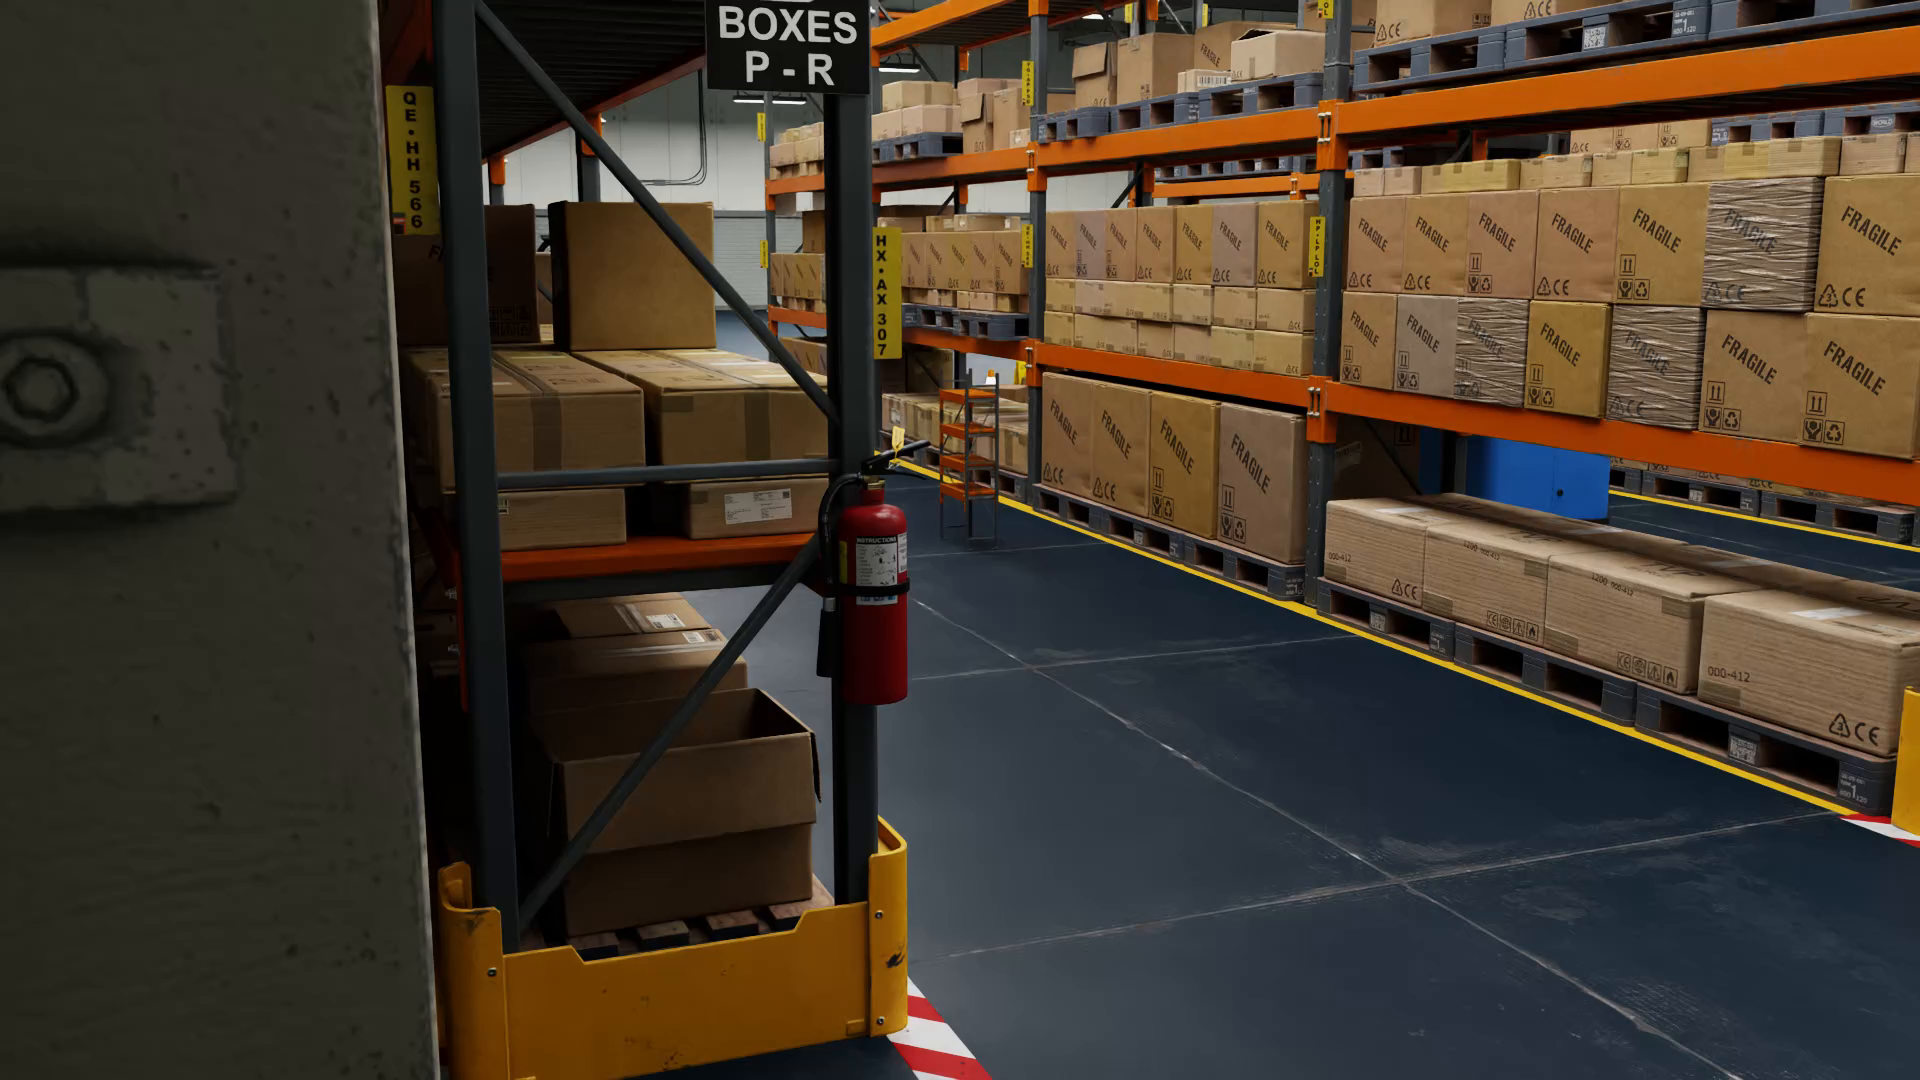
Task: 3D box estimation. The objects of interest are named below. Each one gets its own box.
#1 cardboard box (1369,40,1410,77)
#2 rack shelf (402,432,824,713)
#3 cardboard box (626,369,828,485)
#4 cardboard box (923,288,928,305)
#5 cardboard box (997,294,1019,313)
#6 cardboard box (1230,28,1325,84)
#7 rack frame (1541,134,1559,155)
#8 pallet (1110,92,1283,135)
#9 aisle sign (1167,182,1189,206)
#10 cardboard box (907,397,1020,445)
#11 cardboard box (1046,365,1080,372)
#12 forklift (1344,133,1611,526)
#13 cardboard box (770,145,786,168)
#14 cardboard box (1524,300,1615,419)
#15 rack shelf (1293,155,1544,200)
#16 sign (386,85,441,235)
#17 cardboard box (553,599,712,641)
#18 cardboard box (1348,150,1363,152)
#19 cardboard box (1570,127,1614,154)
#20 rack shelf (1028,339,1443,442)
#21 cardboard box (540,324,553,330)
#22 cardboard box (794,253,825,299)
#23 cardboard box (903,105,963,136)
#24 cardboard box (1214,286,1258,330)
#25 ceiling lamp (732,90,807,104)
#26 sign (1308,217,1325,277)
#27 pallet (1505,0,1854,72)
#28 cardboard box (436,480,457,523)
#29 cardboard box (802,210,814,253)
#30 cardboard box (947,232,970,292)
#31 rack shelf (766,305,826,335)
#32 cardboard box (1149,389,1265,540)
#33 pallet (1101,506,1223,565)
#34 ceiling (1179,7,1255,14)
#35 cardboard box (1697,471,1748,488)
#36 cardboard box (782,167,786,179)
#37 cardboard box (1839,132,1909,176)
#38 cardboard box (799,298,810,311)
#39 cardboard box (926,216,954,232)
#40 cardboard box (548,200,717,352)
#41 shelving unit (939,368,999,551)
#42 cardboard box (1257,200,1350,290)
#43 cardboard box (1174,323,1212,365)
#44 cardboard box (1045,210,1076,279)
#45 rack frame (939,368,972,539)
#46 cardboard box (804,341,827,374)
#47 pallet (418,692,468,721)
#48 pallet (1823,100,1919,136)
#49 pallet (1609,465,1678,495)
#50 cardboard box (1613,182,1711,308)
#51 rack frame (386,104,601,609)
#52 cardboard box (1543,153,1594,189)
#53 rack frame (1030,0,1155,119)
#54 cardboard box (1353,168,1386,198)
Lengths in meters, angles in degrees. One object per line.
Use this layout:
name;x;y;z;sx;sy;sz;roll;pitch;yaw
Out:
cardboard box;2.621;-2.845;9.775;0.396;0.266;0.258;-4;11;-21
rack shelf;-1.425;-0.127;5.932;1.077;0.370;4.000;-4;11;-21
cardboard box;-0.613;-0.319;4.533;0.500;0.250;0.500;-4;11;-21
cardboard box;-0.119;-2.235;15.241;0.380;0.149;0.250;-4;11;-20
cardboard box;0.523;-1.937;13.571;0.380;0.149;0.250;-4;11;-20
cardboard box;1.961;-2.894;9.921;0.500;0.311;0.500;-4;11;-21
rack frame;5.603;-2.107;15.008;1.000;3.000;0.127;-4;11;-21
pallet;1.717;-2.876;11.306;1.003;0.211;1.213;-3;11;-18
aisle sign;2.958;-4.724;22.293;0.394;0.787;0.004;-4;11;-21
cardboard box;0.033;-1.140;15.874;0.950;0.372;0.625;-3;11;-17
cardboard box;1.225;-1.690;17.635;0.500;0.500;0.500;-4;11;-21
forklift;3.206;-1.493;11.748;1.130;2.935;3.031;-4;11;-21
cardboard box;-1.939;-4.533;19.658;0.500;0.250;0.500;-4;11;-22
cardboard box;2.941;-0.832;7.551;0.500;0.500;0.500;-4;11;-19
rack shelf;4.878;-3.556;16.643;1.077;0.370;4.000;-4;11;-21
sign;-1.224;-0.849;3.725;0.100;0.325;0.005;-4;11;-21
cardboard box;-1.205;0.528;6.130;0.500;0.500;0.500;-4;11;-20
cardboard box;4.339;-4.450;18.847;0.380;0.149;0.250;-4;11;-22
cardboard box;5.562;-3.523;14.117;0.500;0.500;0.500;-4;11;-21
rack shelf;1.751;-1.096;11.377;1.077;0.370;4.000;-4;11;-21
cardboard box;-1.737;-0.813;7.311;0.500;0.250;0.500;-4;11;-19
cardboard box;-1.583;-3.016;18.980;0.500;0.500;0.500;-4;11;-22
cardboard box;-0.198;-3.755;14.935;0.500;0.250;0.500;-4;11;-22
cardboard box;1.901;-1.434;10.222;0.500;0.250;0.500;-4;11;-20
ceiling lamp;-5.242;-13.460;45.033;2.000;3.185;0.800;-4;11;-21
sign;1.973;-1.619;9.181;0.100;0.325;0.005;-4;11;-21
pallet;3.201;-2.224;7.351;1.003;0.211;1.213;-4;11;-21
cardboard box;-1.280;-0.152;4.731;0.380;0.149;0.250;-4;11;-23
cardboard box;-1.484;-3.701;19.977;0.700;0.500;0.500;-4;11;-22
cardboard box;0.221;-2.402;14.329;0.500;0.500;0.500;-5;11;-25
rack shelf;-1.148;-2.402;18.718;1.077;0.370;4.000;-4;11;-21
cardboard box;1.842;-0.527;10.994;0.875;0.875;0.875;-4;11;-19
pallet;1.680;-0.071;11.525;1.003;0.211;1.213;-4;11;-21
ceiling;6.883;-15.439;47.131;6.000;0.001;6.000;-4;11;-21
cardboard box;6.182;-0.703;13.052;0.500;0.500;0.500;-4;11;-22
cardboard box;-1.877;-4.324;19.620;0.380;0.149;0.250;-4;11;-23
cardboard box;3.494;-1.417;6.137;0.380;0.149;0.250;-4;11;-20
cardboard box;-1.643;-2.717;19.153;0.380;0.149;0.250;-4;11;-19
cardboard box;-0.093;-2.881;15.173;0.380;0.149;0.250;-3;11;-18
cardboard box;-1.157;-0.933;5.844;0.500;0.500;0.500;-4;11;-19
shelving unit;0.060;-0.564;11.469;0.258;1.200;0.503;-4;11;-21
cardboard box;2.080;-1.722;9.703;0.500;0.500;0.500;-4;11;-19
cardboard box;1.730;-1.274;10.751;0.500;0.250;0.500;-4;11;-22
cardboard box;0.977;-2.222;12.513;0.500;0.500;0.500;-4;11;-23
rack frame;-0.028;-0.604;11.693;0.240;1.200;0.015;-4;11;-21
cardboard box;-1.461;-1.984;18.826;0.500;0.500;0.500;-4;11;-20
pallet;-1.901;0.677;7.318;1.003;0.211;1.213;-4;11;-21
pallet;6.928;-2.946;11.696;1.213;0.211;1.003;-4;11;-21
pallet;5.885;-0.607;14.534;1.003;0.211;1.213;-4;11;-21
cardboard box;3.136;-1.240;6.993;0.500;0.500;0.500;-4;11;-21
rack frame;-2.149;-0.808;7.704;1.000;3.000;0.127;-4;11;-21
cardboard box;2.883;-1.667;7.539;0.380;0.149;0.250;-4;11;-21
rack frame;1.026;-4.730;12.624;1.000;3.000;0.127;-4;11;-21
cardboard box;2.348;-1.917;8.943;0.380;0.149;0.250;-4;11;-22
